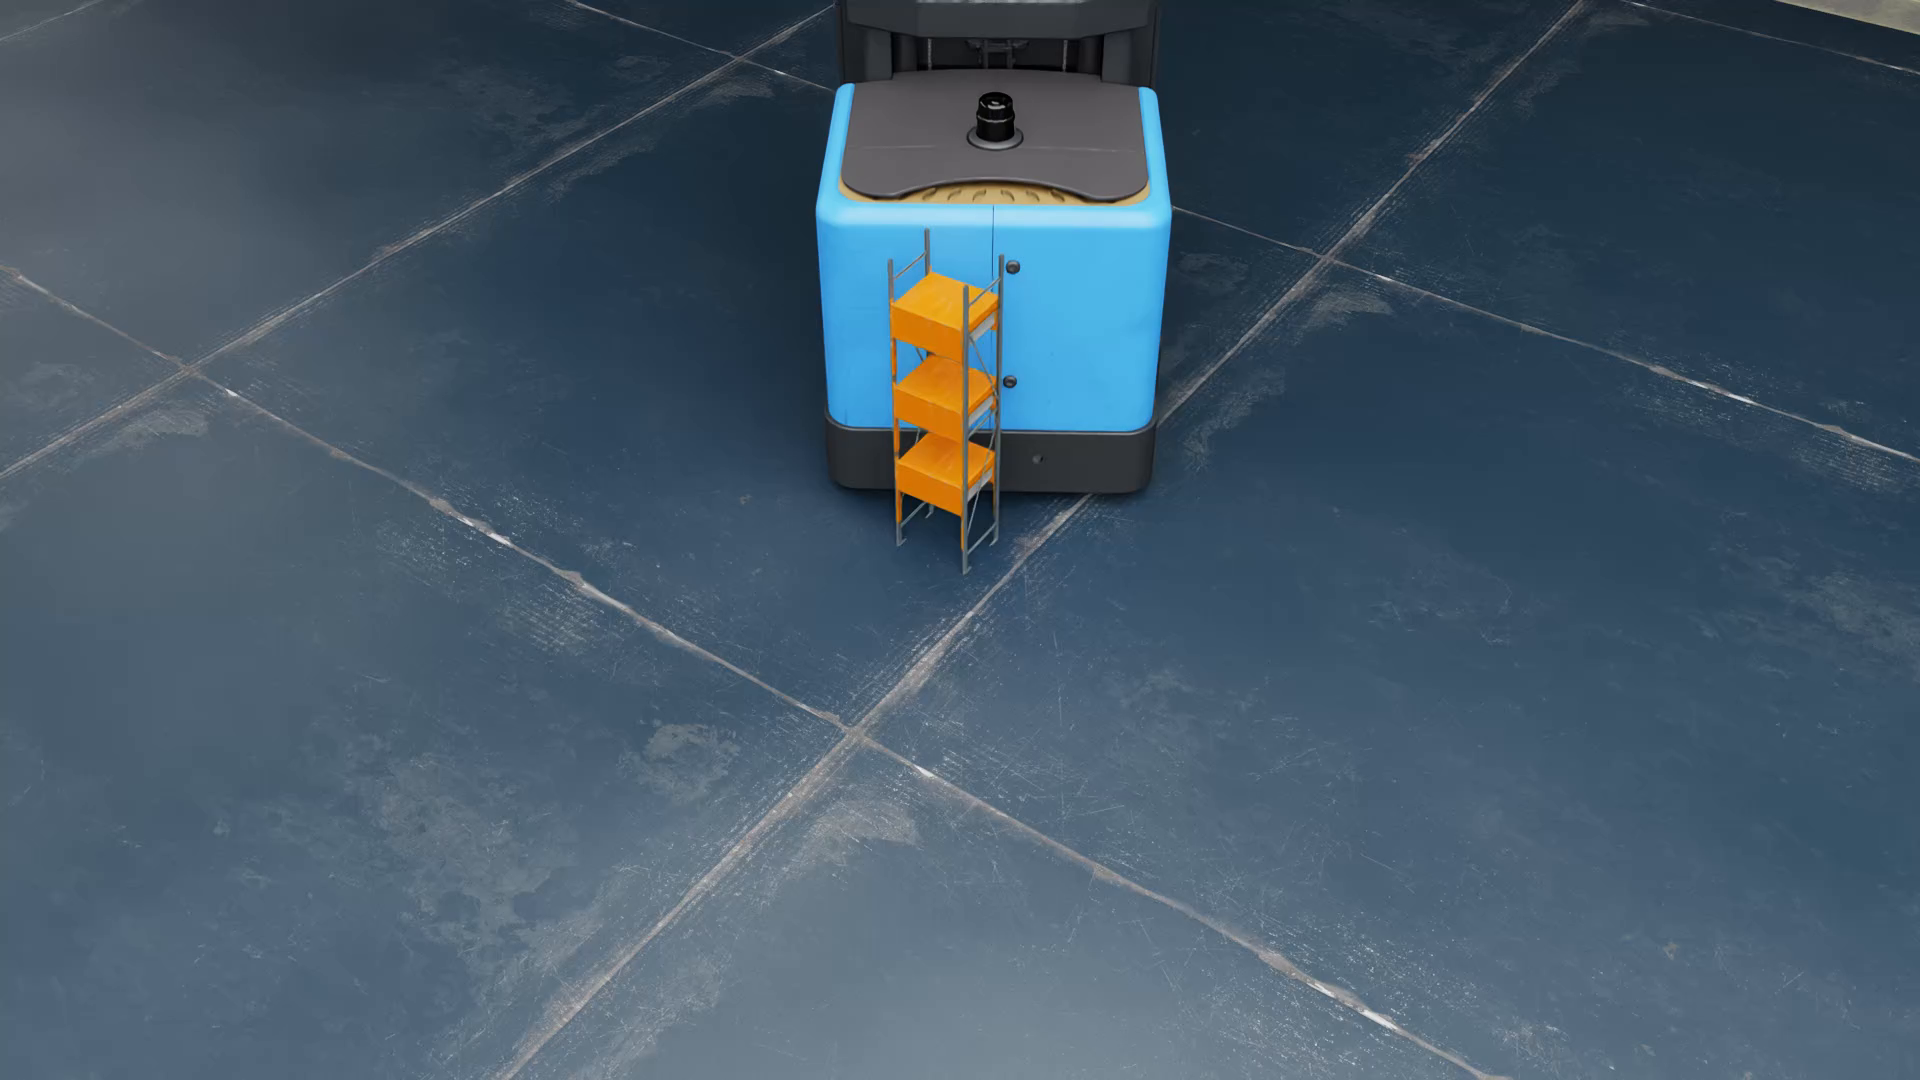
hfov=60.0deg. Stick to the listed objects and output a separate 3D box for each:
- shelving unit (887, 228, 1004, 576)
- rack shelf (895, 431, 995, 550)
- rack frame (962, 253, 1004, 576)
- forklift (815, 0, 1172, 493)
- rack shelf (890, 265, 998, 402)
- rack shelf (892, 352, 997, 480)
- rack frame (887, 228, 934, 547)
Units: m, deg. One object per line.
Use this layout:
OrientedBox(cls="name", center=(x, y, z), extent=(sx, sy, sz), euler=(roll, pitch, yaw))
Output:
OrientedBox(cls="shelving unit", center=(-0.038, -0.382, 4.889), extent=(0.252, 1.050, 0.215), euler=(23, 47, 24))
OrientedBox(cls="rack shelf", center=(-0.038, -0.167, 5.082), extent=(0.240, 0.259, 0.215), euler=(23, 47, 24))
OrientedBox(cls="rack frame", center=(0.065, -0.338, 4.840), extent=(0.008, 1.050, 0.200), euler=(23, 47, 24))
OrientedBox(cls="forklift", center=(0.135, -2.204, 5.516), extent=(1.130, 2.935, 3.031), euler=(1, 42, 1))
OrientedBox(cls="rack shelf", center=(-0.038, -0.585, 4.707), extent=(0.240, 0.259, 0.215), euler=(23, 47, 24))
OrientedBox(cls="rack shelf", center=(-0.038, -0.374, 4.896), extent=(0.240, 0.259, 0.215), euler=(23, 47, 24))
OrientedBox(cls="rack frame", center=(-0.141, -0.425, 4.938), extent=(0.008, 1.050, 0.200), euler=(23, 47, 24))
